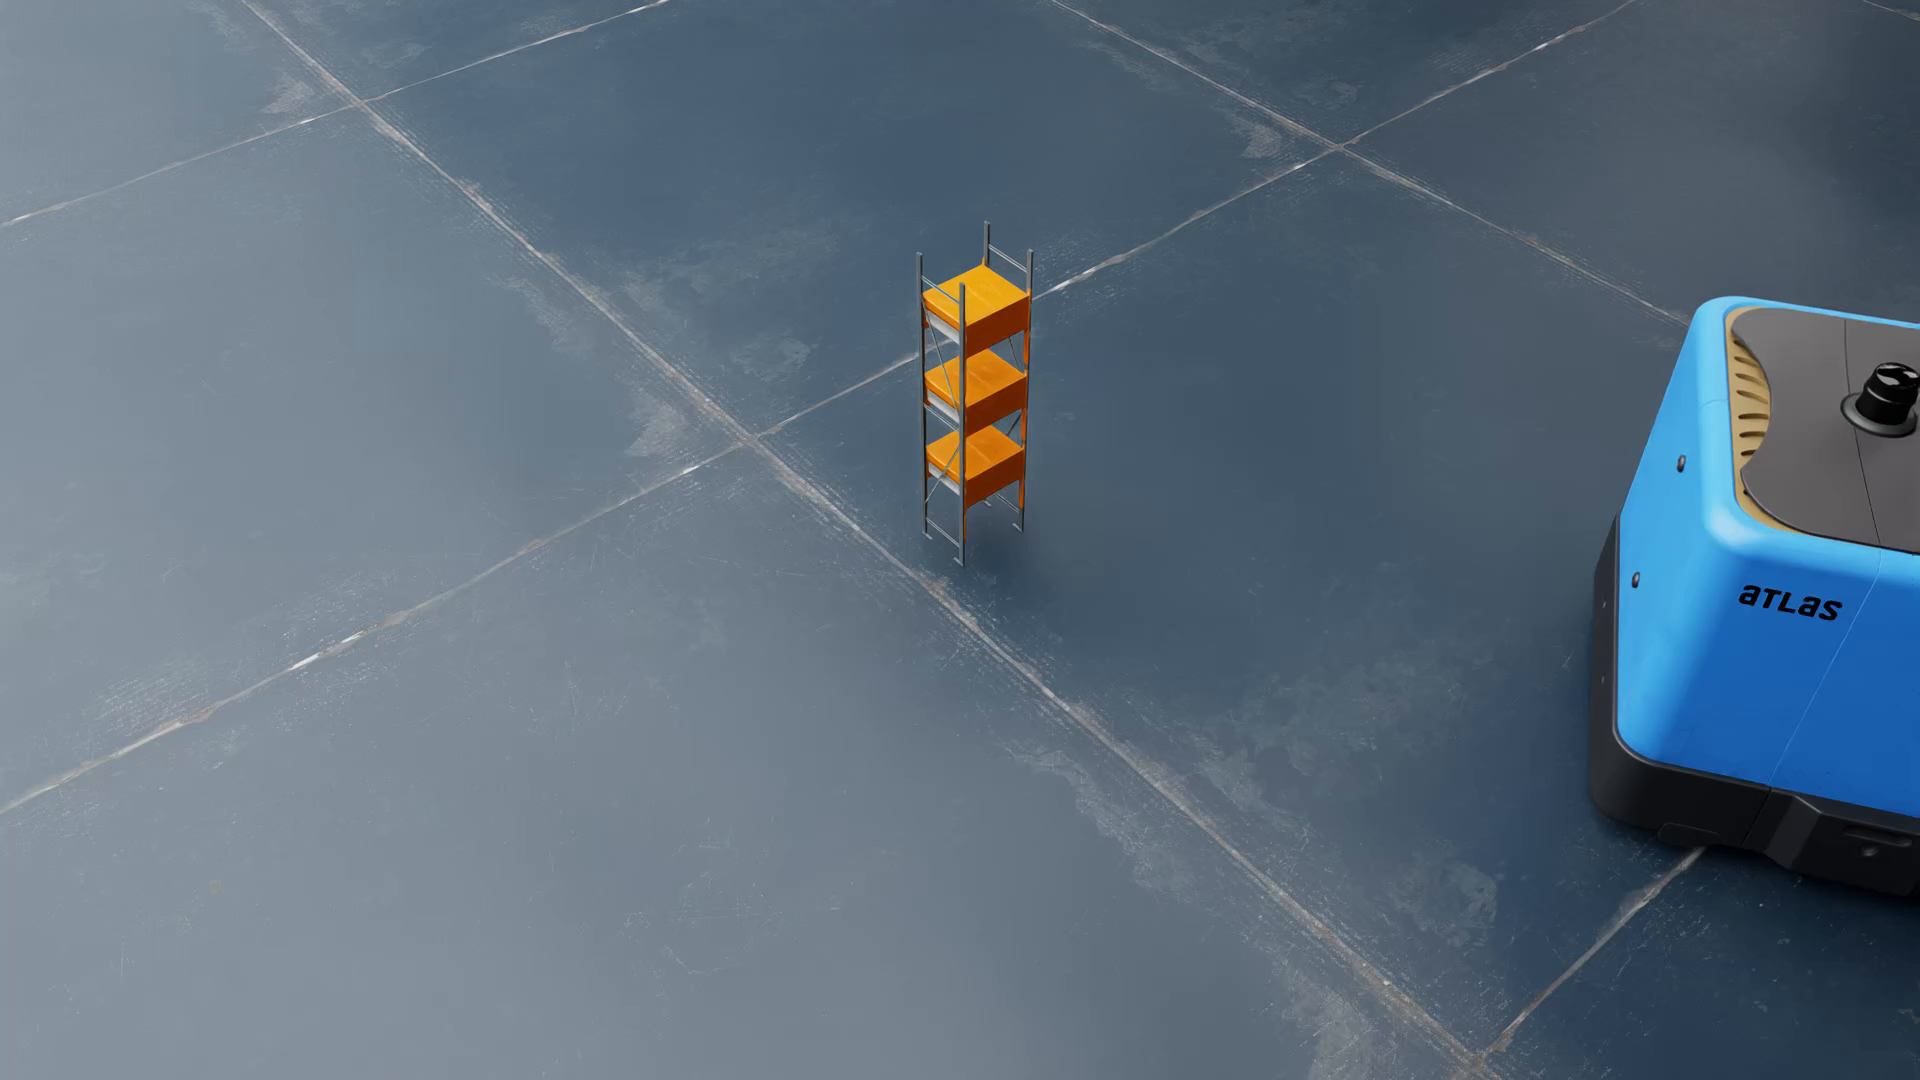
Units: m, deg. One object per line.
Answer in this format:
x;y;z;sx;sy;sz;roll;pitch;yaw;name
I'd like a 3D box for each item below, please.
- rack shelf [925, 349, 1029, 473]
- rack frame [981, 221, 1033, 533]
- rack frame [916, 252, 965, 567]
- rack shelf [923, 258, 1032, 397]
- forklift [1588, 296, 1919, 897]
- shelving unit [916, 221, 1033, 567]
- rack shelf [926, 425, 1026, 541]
0.041;-0.398;4.923;0.240;0.259;0.215;-30;51;-28;rack shelf
0.135;-0.460;4.973;0.008;1.050;0.200;-30;51;-28;rack frame
-0.053;-0.353;4.859;0.008;1.050;0.200;-30;51;-28;rack frame
0.041;-0.605;4.729;0.240;0.259;0.215;-30;51;-28;rack shelf
3.253;-0.340;3.471;3.031;2.935;1.130;12;44;12;forklift
0.041;-0.406;4.916;0.252;1.050;0.215;-30;51;-28;shelving unit
0.041;-0.196;5.113;0.240;0.259;0.215;-30;51;-28;rack shelf
